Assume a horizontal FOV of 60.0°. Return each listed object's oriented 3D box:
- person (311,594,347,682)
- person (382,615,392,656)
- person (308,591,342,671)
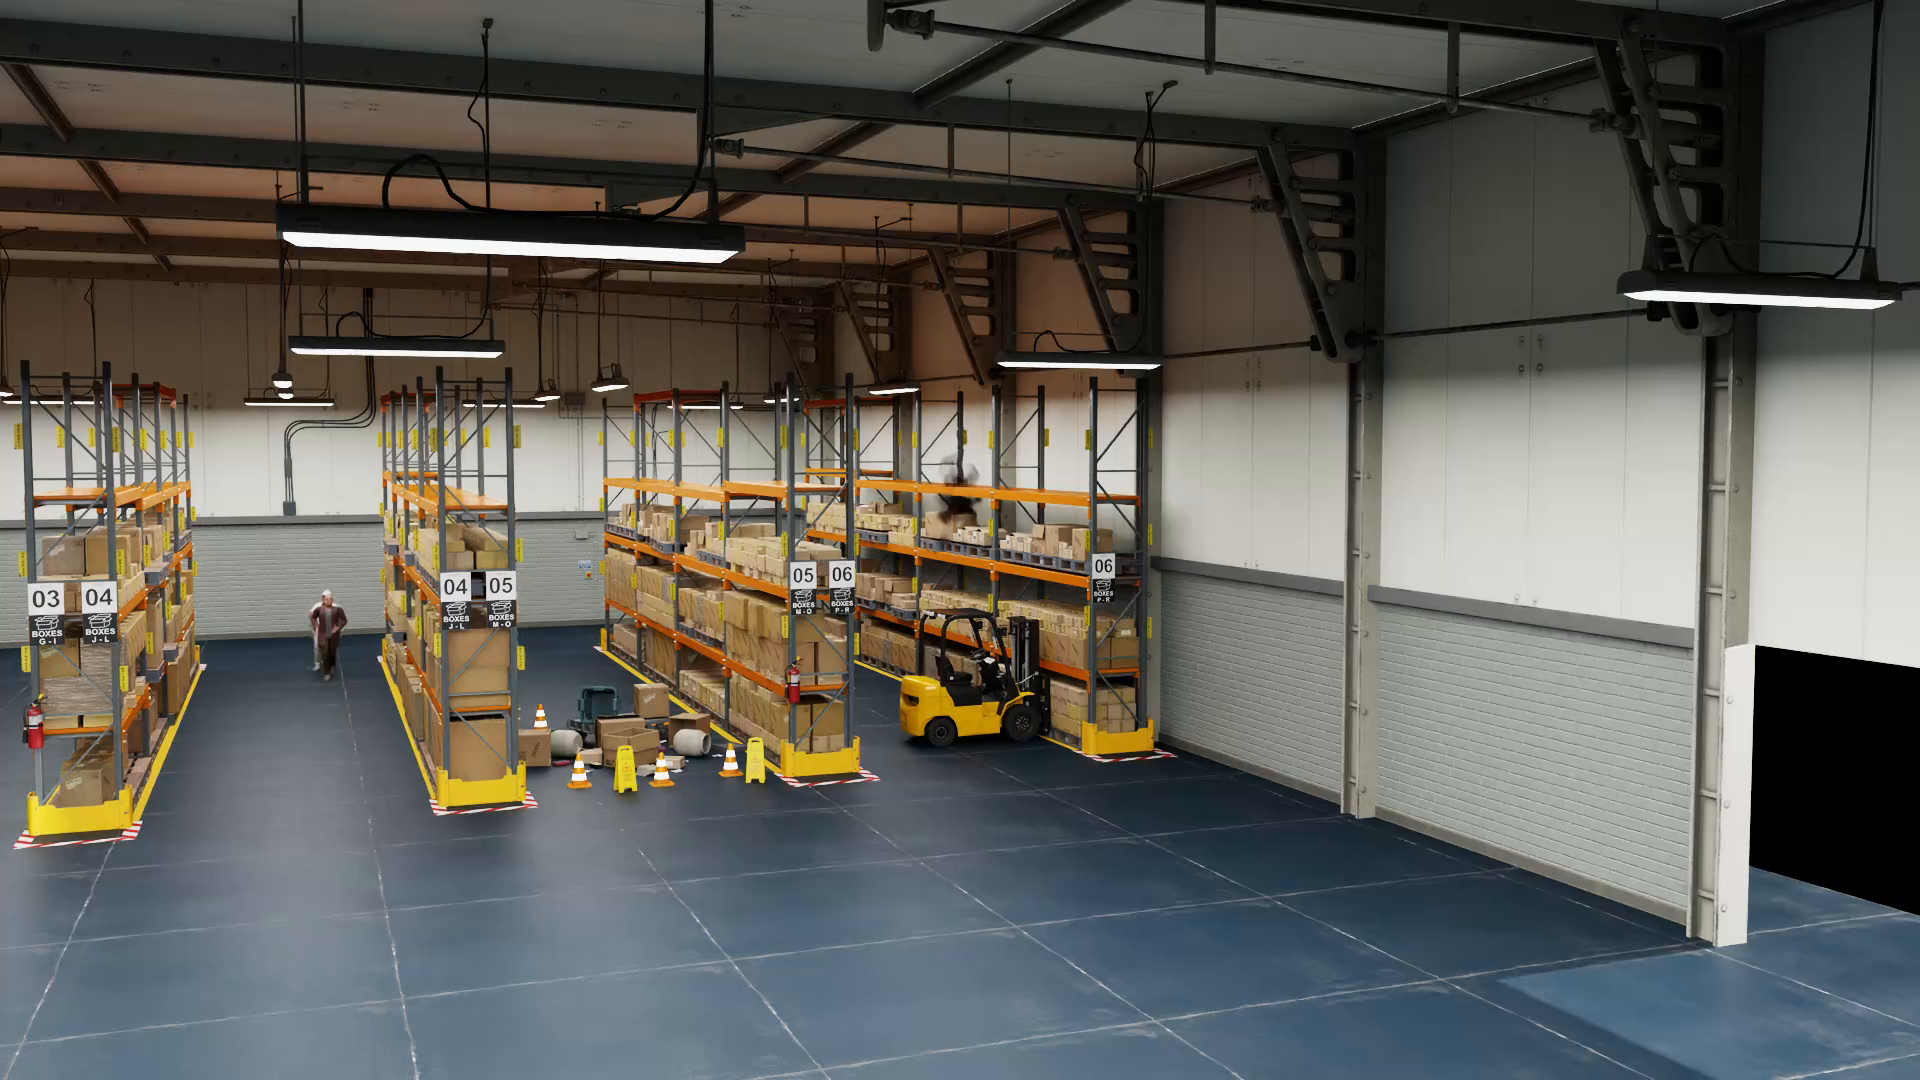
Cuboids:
[{"bbox_3d":[-13.232,2.026,34.884,0.720,1.793,0.964,-1,4,-19],"label":"person"},{"bbox_3d":[-13.063,1.869,38.689,0.706,1.703,0.659,-3,4,-40],"label":"person"},{"bbox_3d":[-13.909,1.966,36.467,0.746,1.724,0.724,0,3,-6],"label":"person"}]
